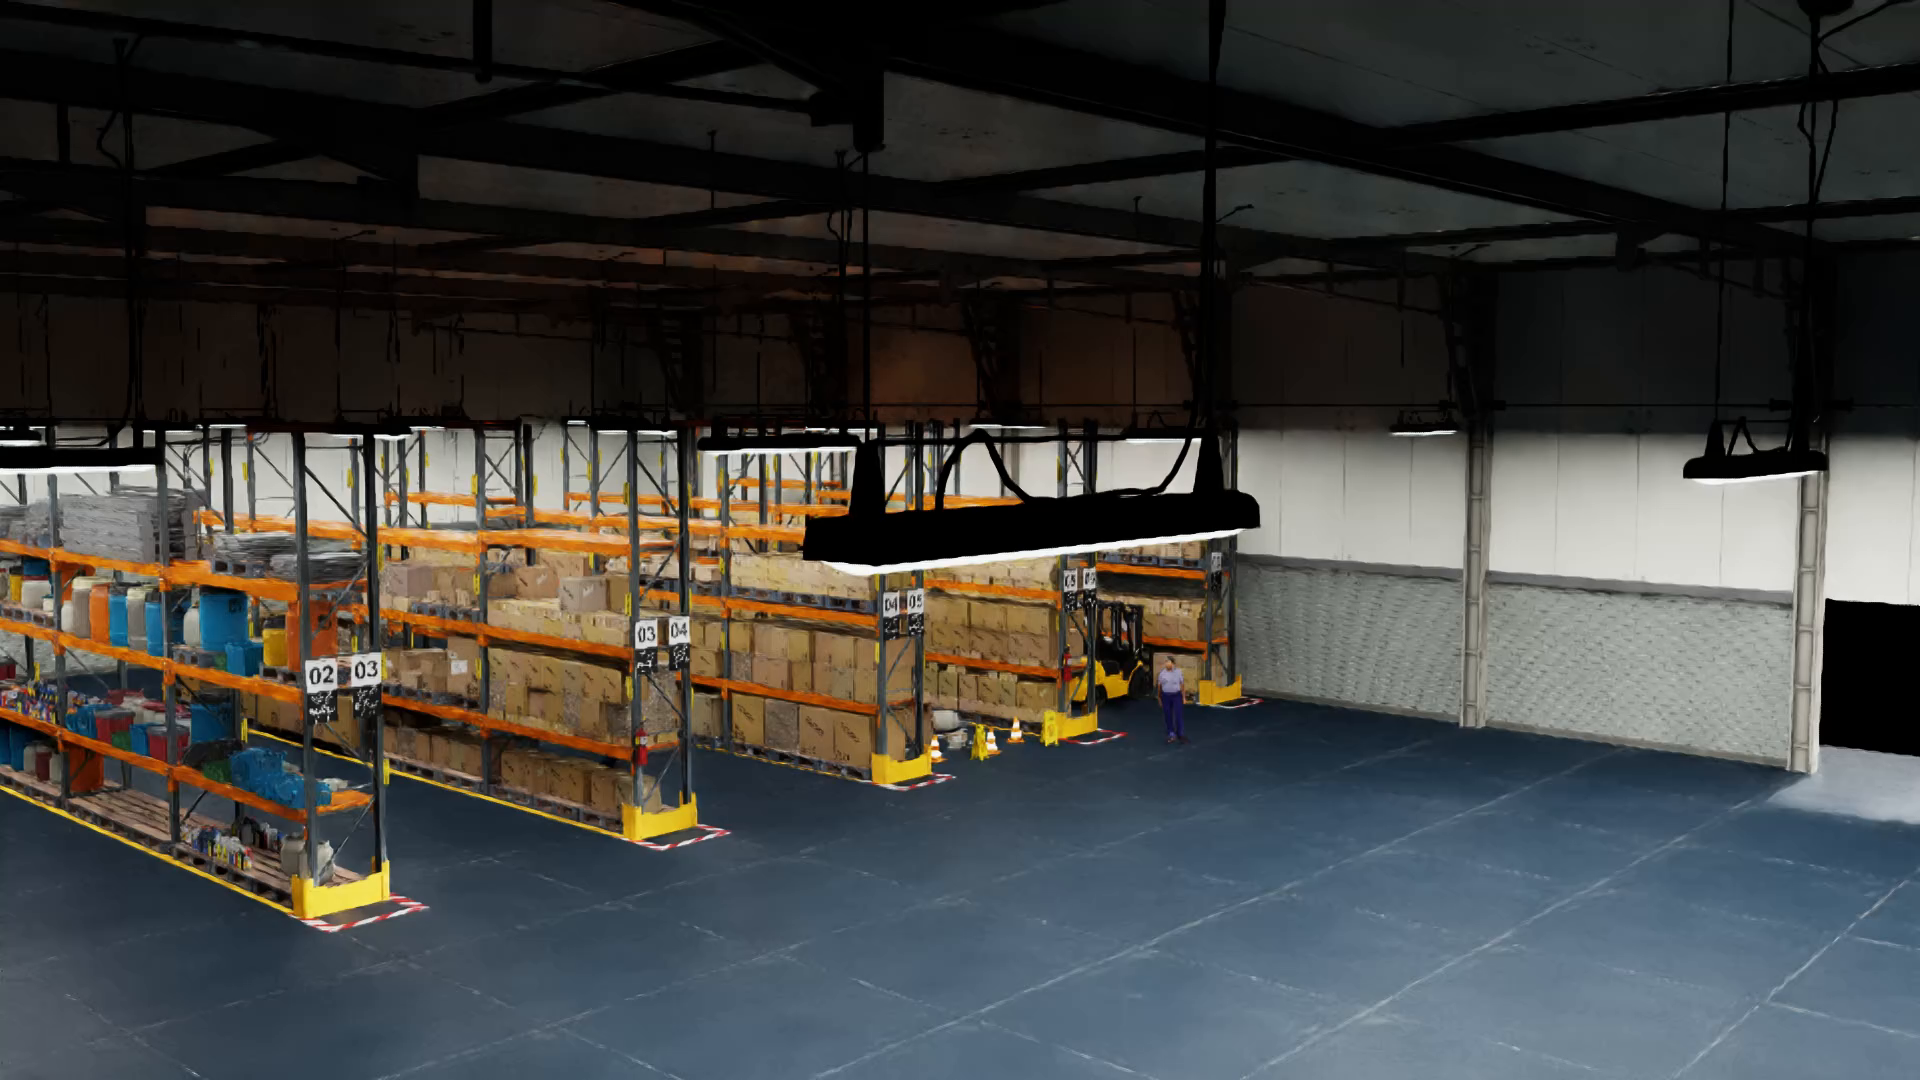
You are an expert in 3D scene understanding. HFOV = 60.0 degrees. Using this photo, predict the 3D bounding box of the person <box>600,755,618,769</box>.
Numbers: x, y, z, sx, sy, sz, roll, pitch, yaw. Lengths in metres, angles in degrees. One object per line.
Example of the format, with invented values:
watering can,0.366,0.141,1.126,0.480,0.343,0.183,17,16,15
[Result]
person,-5.889,3.284,27.962,0.519,1.541,0.566,4,6,39

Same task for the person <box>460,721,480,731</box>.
person,-9.267,2.927,31.762,1.019,1.612,0.453,4,6,41

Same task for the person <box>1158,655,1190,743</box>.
person,3.995,2.967,31.079,0.608,1.643,0.405,1,5,13
